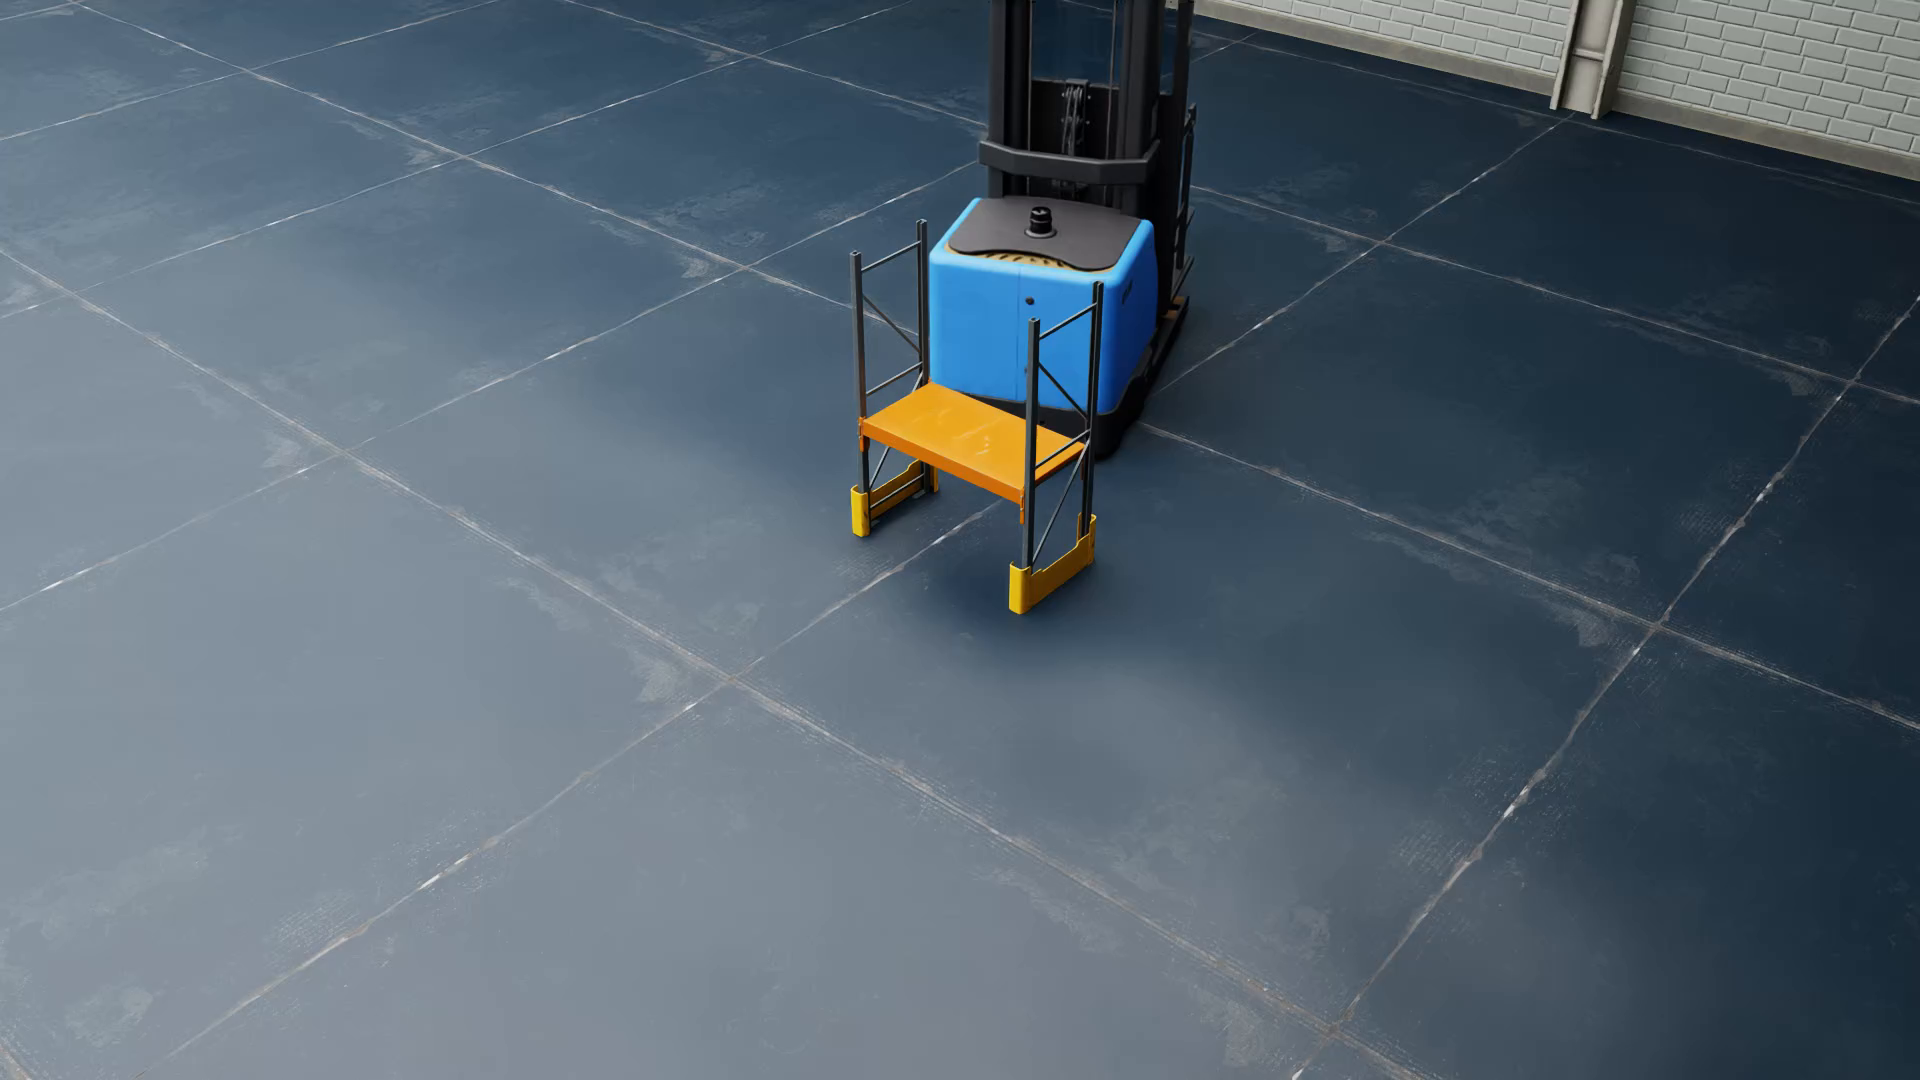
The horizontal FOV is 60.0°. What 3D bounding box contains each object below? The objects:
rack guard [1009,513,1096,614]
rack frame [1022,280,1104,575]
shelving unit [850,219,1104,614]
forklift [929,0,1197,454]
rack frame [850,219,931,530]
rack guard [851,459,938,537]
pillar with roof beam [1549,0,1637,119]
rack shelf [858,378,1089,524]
[{"bbox_3d":[0.441,0.105,7.876,0.087,0.250,0.587,25,42,32],"label":"rack guard"},{"bbox_3d":[0.456,-0.403,7.512,0.032,1.500,0.500,25,42,32],"label":"rack frame"},{"bbox_3d":[0.059,-0.591,7.785,1.083,1.500,0.587,25,42,32],"label":"shelving unit"},{"bbox_3d":[0.767,-2.494,9.292,1.130,2.935,3.031,11,36,15],"label":"forklift"},{"bbox_3d":[-0.325,-0.771,8.049,0.032,1.500,0.500,25,42,32],"label":"rack frame"},{"bbox_3d":[-0.324,-0.256,8.402,0.087,0.250,0.587,25,42,32],"label":"rack guard"},{"bbox_3d":[2.197,-5.277,7.985,0.400,9.000,9.100,25,42,32],"label":"pillar with roof beam"},{"bbox_3d":[0.066,-0.439,7.882,1.000,0.185,0.538,25,42,32],"label":"rack shelf"}]
